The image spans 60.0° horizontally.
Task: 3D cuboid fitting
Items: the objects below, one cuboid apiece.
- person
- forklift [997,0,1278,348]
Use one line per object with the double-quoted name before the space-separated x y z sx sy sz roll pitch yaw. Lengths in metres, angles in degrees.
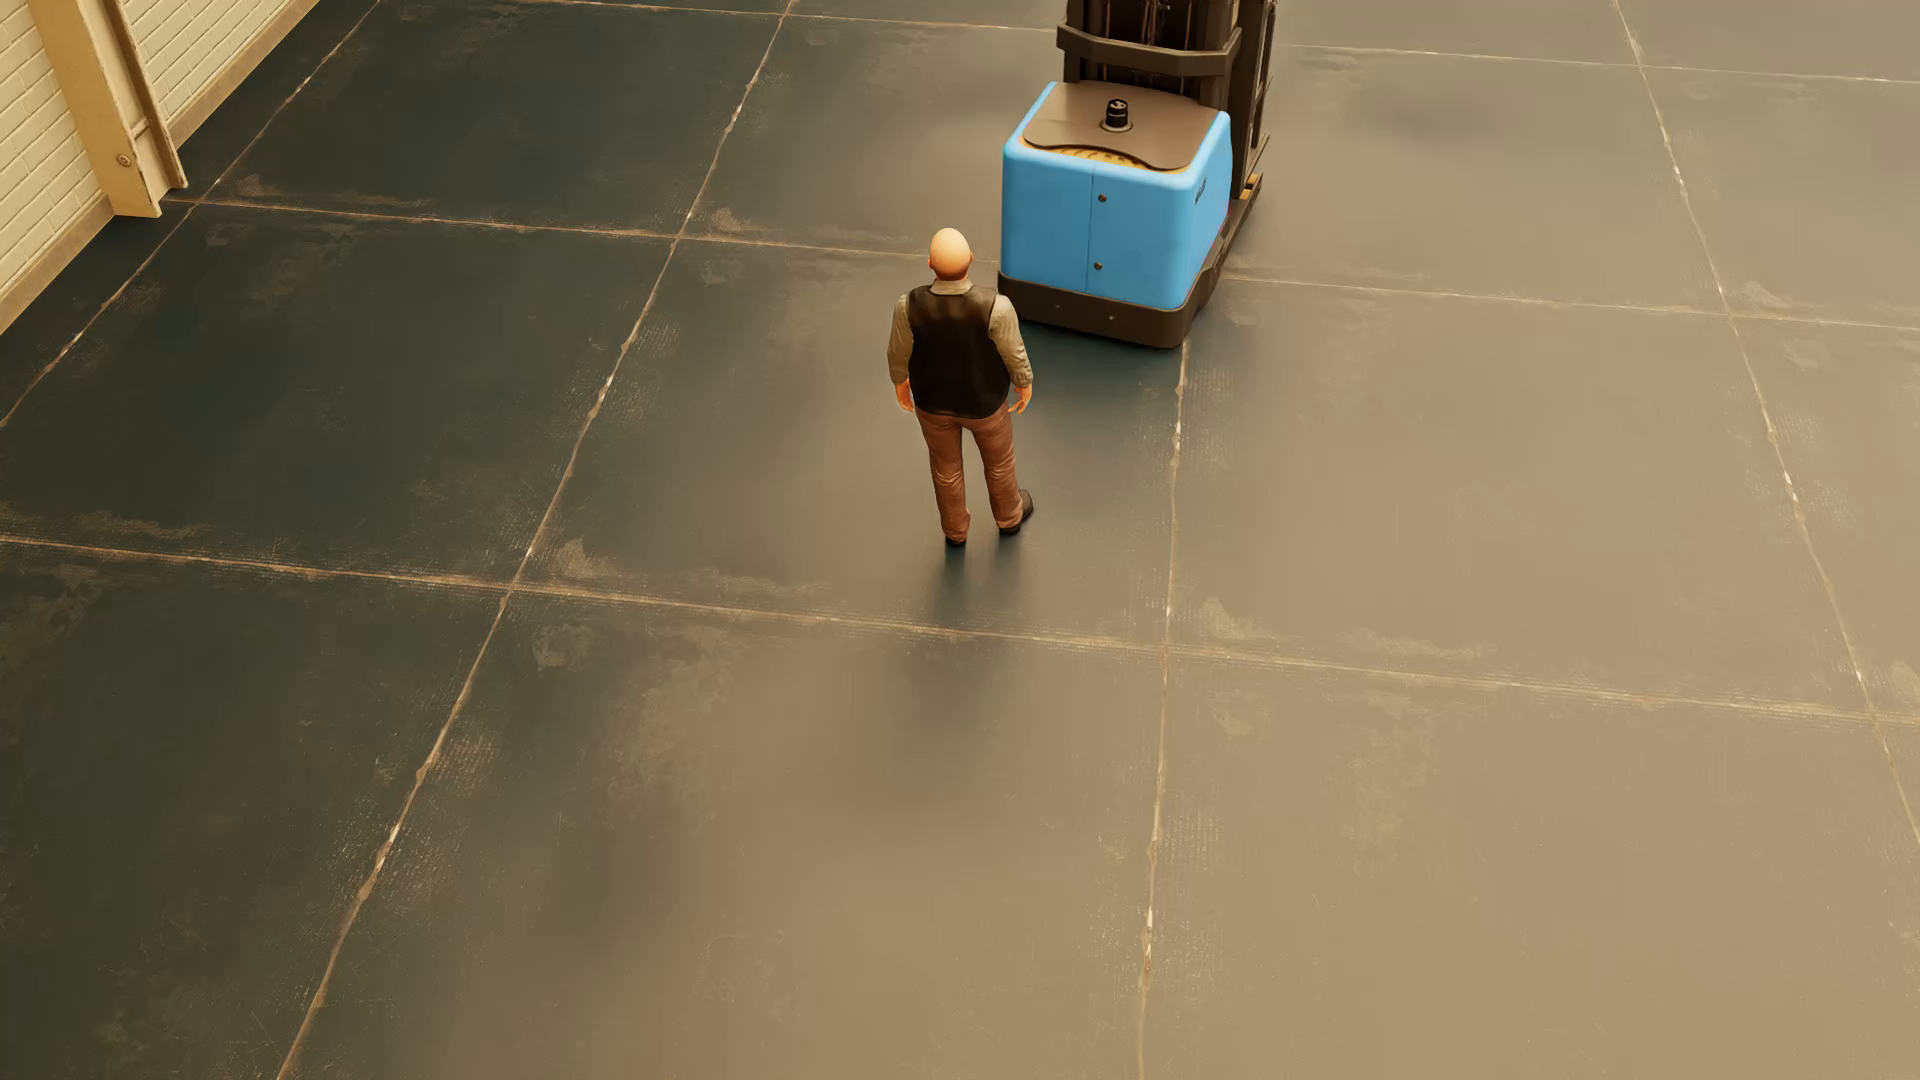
"person" 0.016 -0.681 7.349 0.633 1.722 0.566 5 43 6
"forklift" 1.201 -3.115 9.115 1.130 2.935 3.031 14 44 15
